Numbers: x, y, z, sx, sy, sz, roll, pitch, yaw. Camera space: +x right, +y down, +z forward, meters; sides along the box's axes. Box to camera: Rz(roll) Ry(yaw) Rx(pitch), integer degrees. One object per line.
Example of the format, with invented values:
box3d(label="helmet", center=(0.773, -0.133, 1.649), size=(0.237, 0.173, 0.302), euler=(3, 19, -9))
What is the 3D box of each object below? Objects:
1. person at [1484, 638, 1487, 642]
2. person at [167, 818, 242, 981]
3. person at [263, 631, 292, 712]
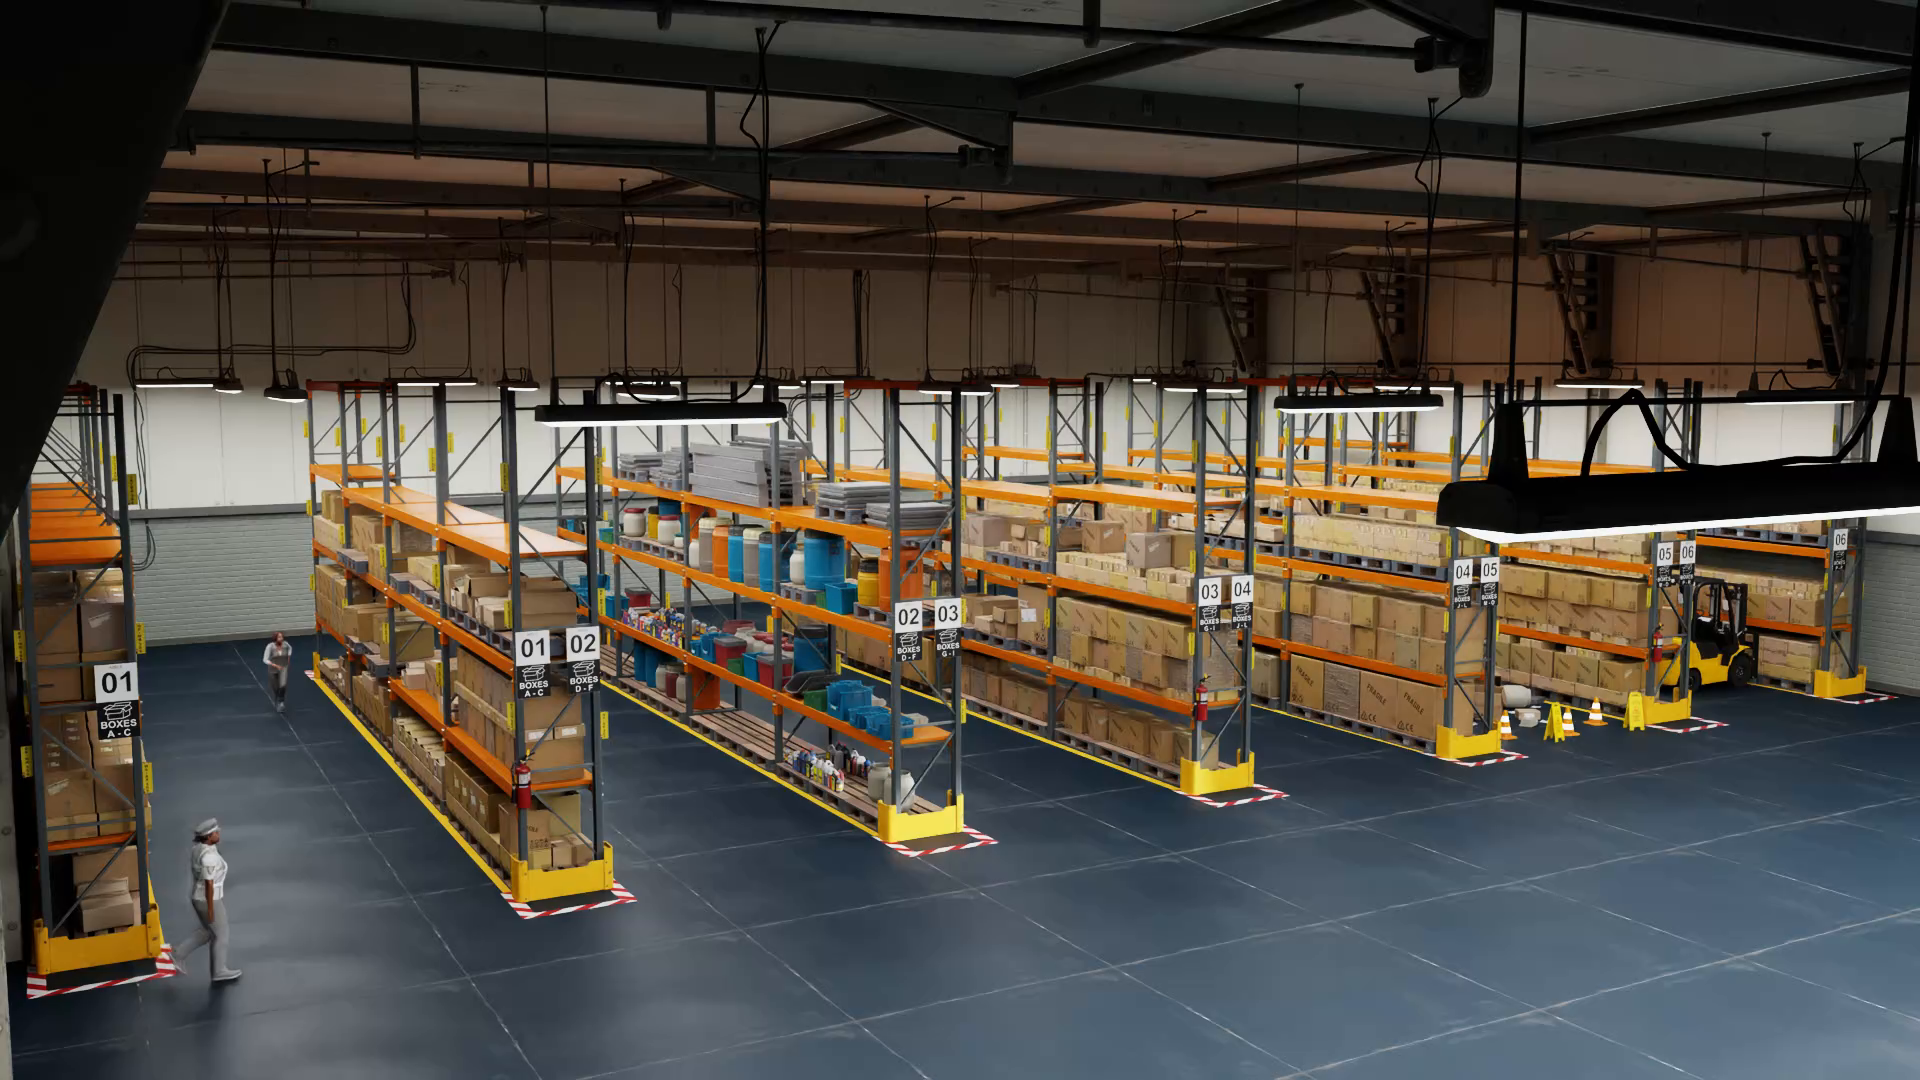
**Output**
box3d(label="person", center=(11.807, 1.514, 37.655), size=(0.543, 1.690, 0.463), euler=(6, 8, 43))
box3d(label="person", center=(-7.739, 3.683, 16.976), size=(0.667, 1.670, 0.436), euler=(-4, 7, -32))
box3d(label="person", center=(-12.337, 2.363, 30.093), size=(0.471, 1.514, 0.779), euler=(-2, 6, -20))
